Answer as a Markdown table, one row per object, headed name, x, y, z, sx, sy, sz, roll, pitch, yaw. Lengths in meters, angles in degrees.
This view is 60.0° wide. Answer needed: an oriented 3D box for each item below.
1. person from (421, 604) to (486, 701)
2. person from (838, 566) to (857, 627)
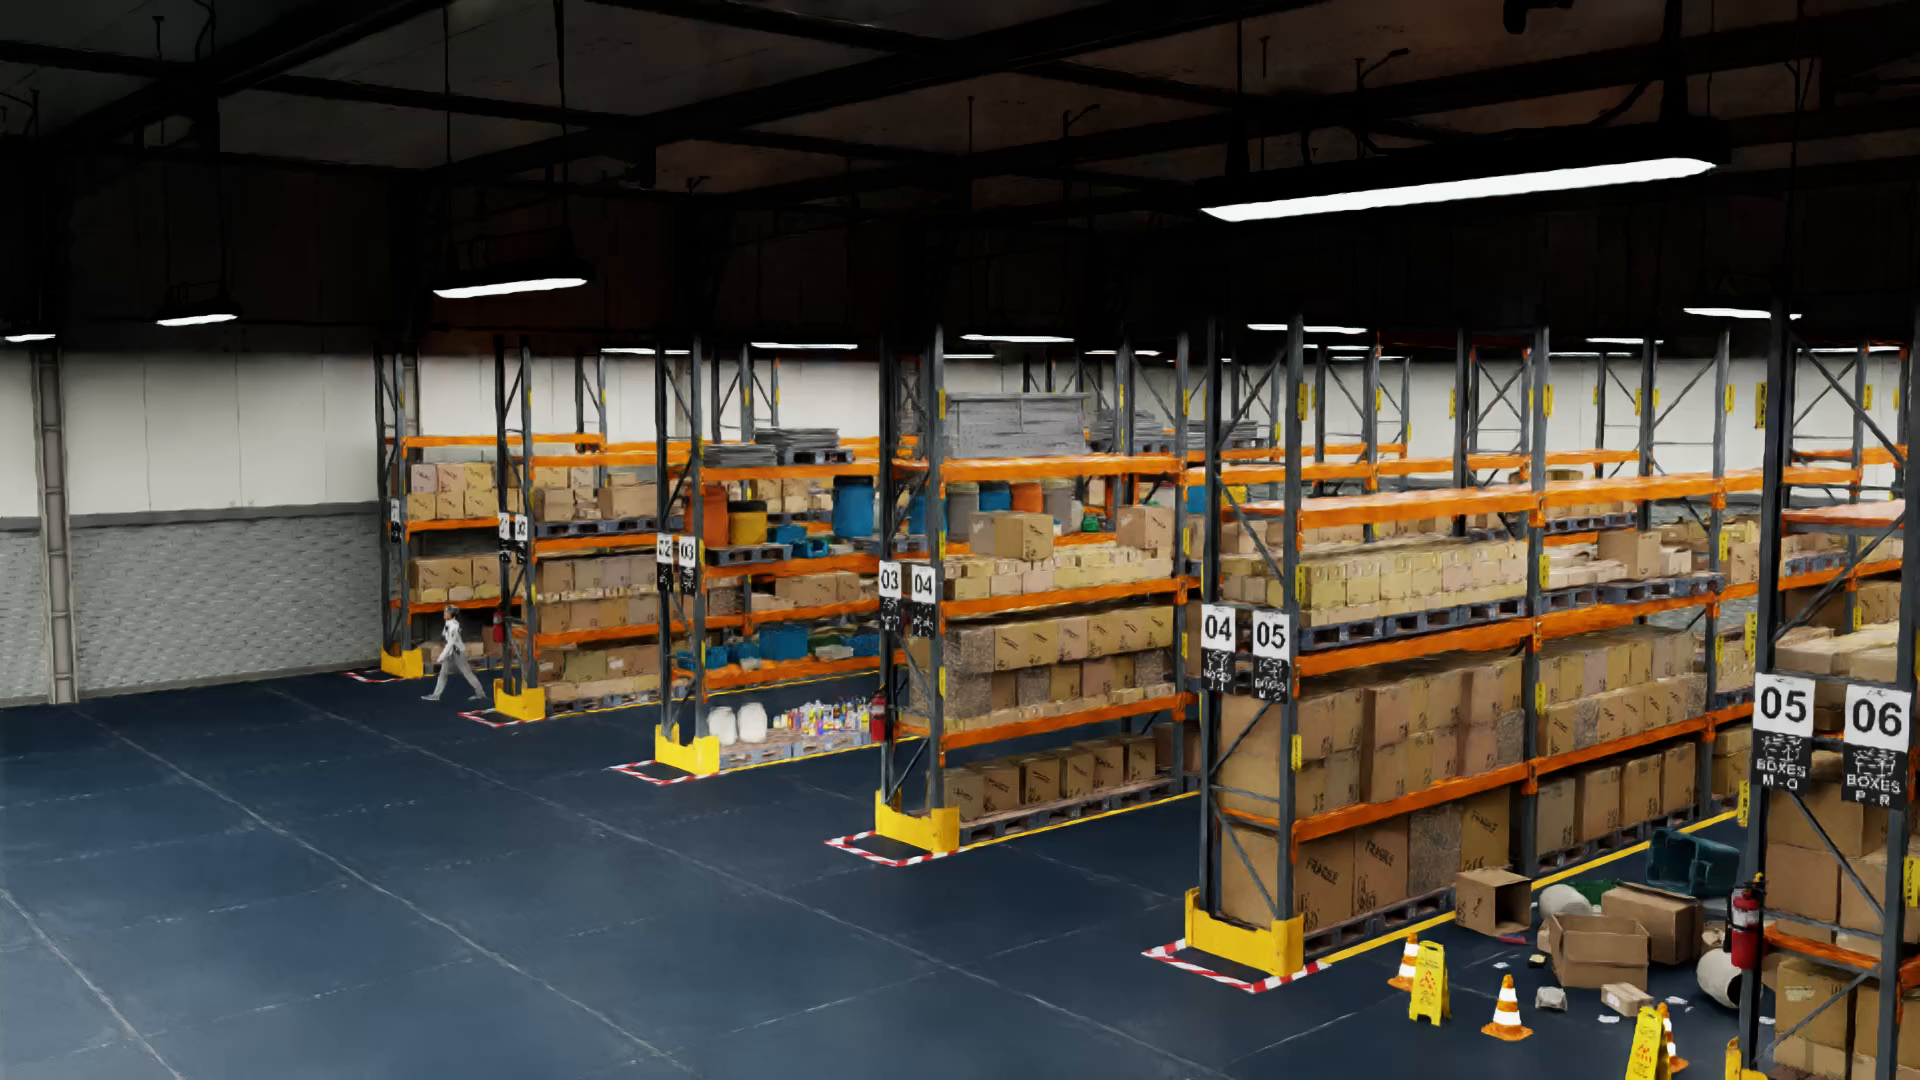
| name | x | y | z | sx | sy | sz | roll | pitch | yaw |
| --- | --- | --- | --- | --- | --- | --- | --- | --- | --- |
| person | -8.353 | 1.846 | 27.399 | 0.997 | 1.621 | 0.481 | -3 | 6 | -32 |
| person | -2.418 | 1.196 | 34.609 | 0.448 | 1.610 | 0.996 | 5 | 7 | 41 |
